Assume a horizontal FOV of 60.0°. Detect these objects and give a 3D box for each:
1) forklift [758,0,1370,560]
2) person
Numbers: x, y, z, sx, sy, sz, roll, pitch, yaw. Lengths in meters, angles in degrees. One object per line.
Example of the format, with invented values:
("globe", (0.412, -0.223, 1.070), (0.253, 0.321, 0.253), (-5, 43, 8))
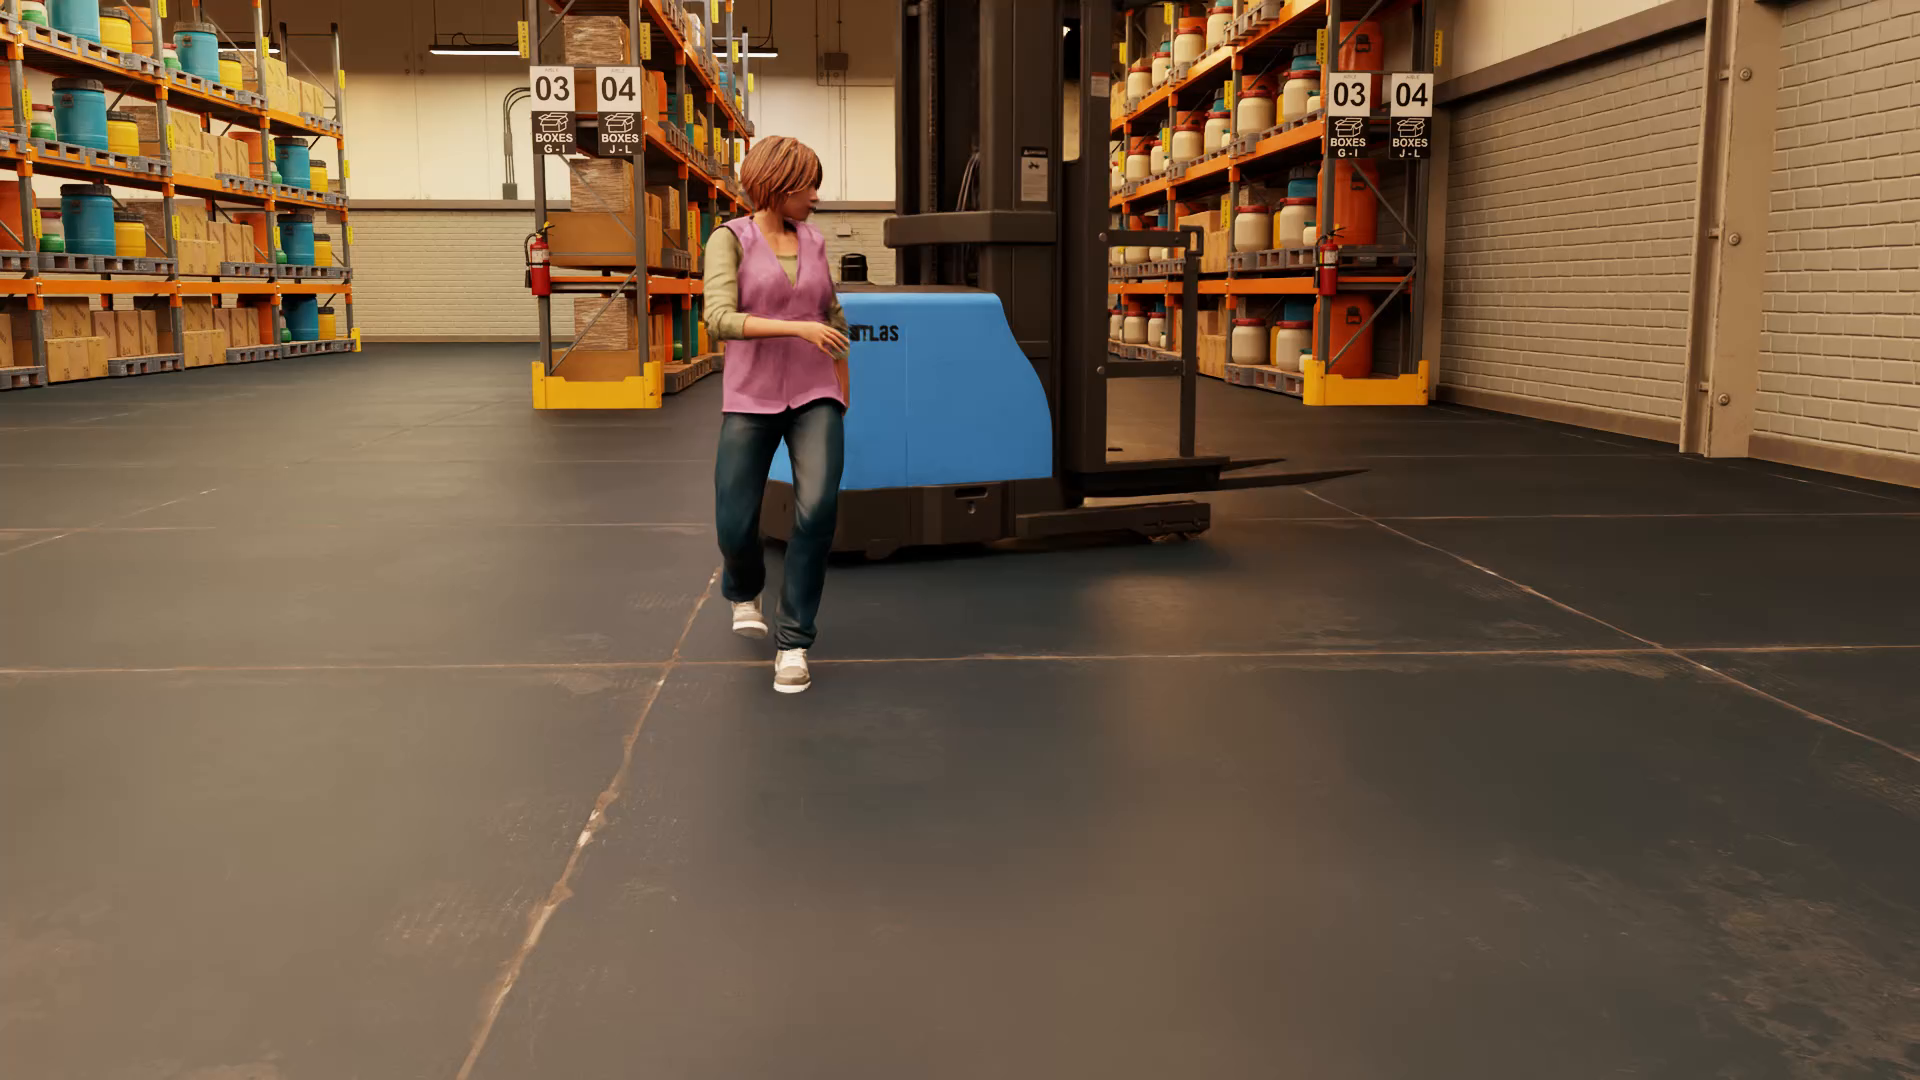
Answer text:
("forklift", (0.522, -1.503, 7.455), (3.031, 2.935, 1.130), (-5, 10, -30))
("person", (-0.502, -0.375, 4.756), (0.465, 1.519, 0.719), (-2, 9, -12))
